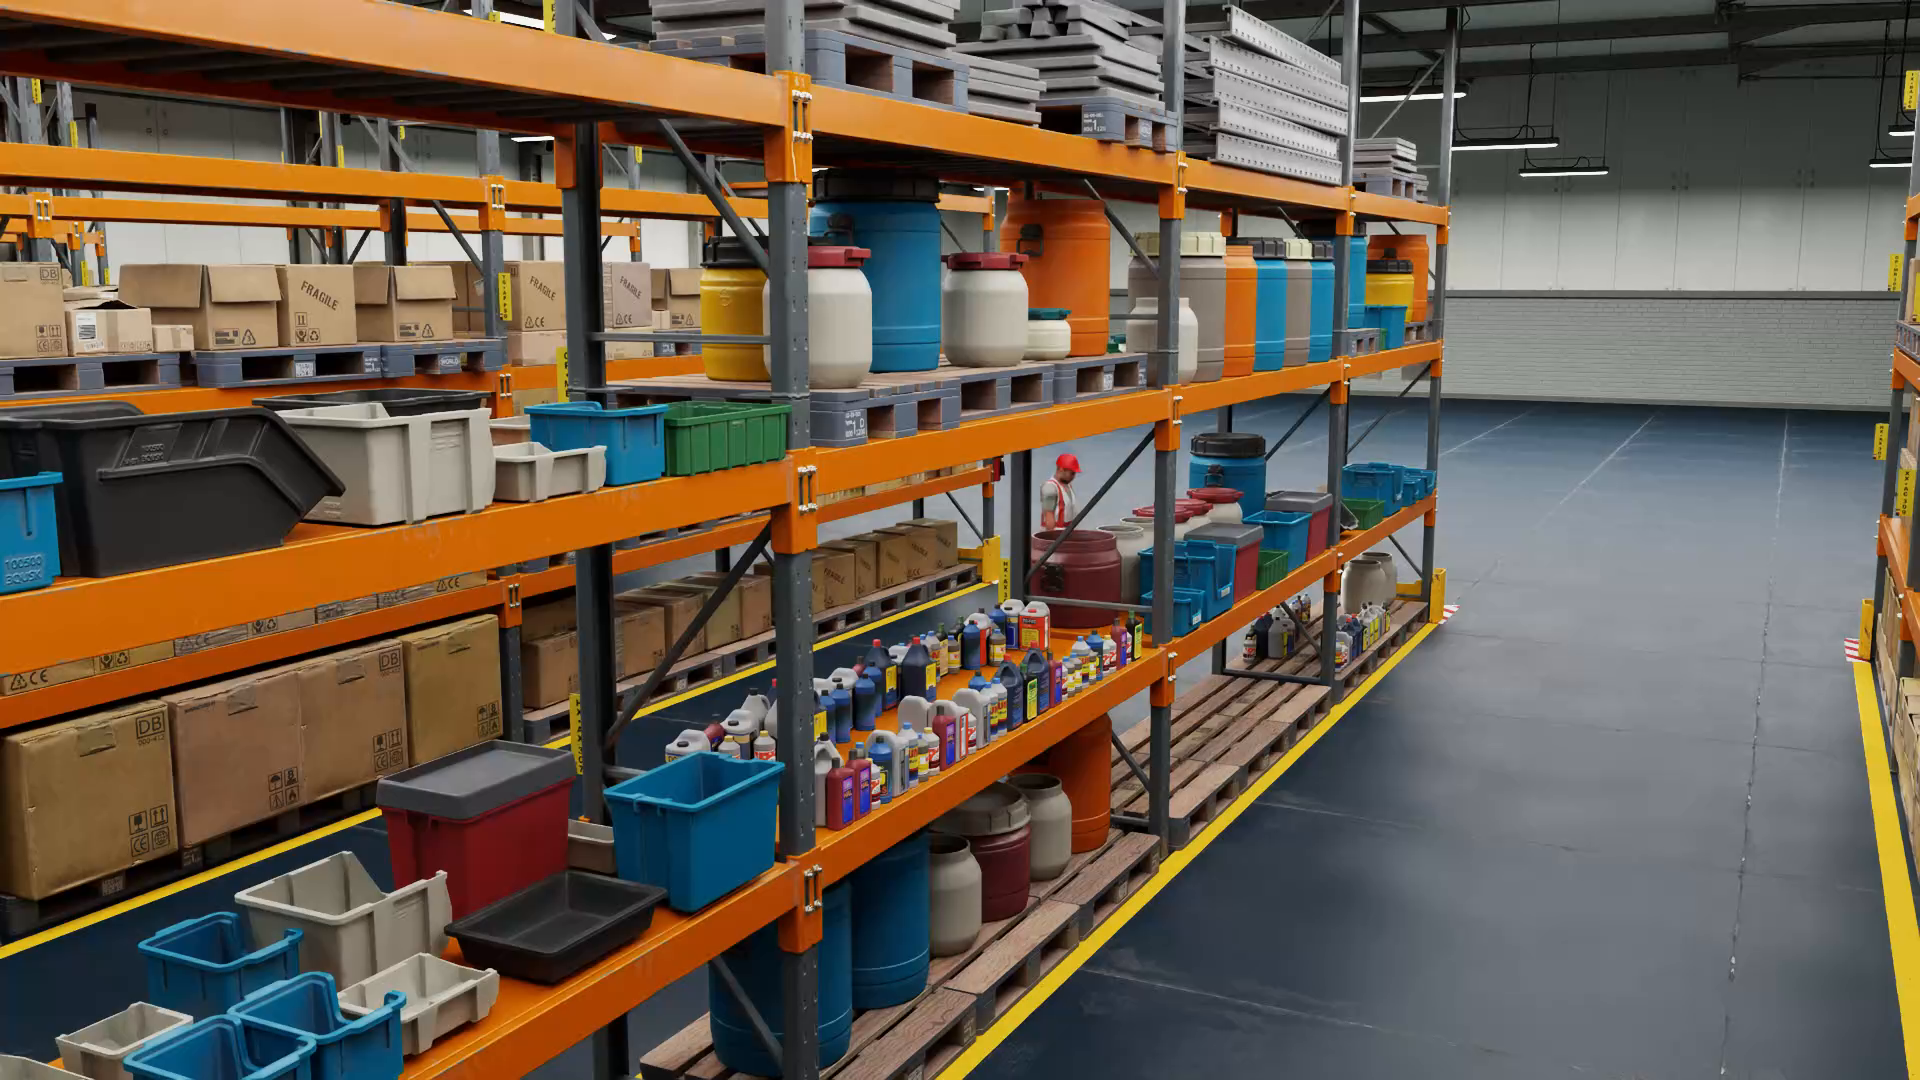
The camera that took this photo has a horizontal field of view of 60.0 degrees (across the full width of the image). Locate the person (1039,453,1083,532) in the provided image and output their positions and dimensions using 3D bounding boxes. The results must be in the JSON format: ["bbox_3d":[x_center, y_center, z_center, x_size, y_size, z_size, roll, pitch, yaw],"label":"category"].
[{"bbox_3d":[0.995,0.030,16.190,0.400,1.765,0.535,5,10,27],"label":"person"}]
